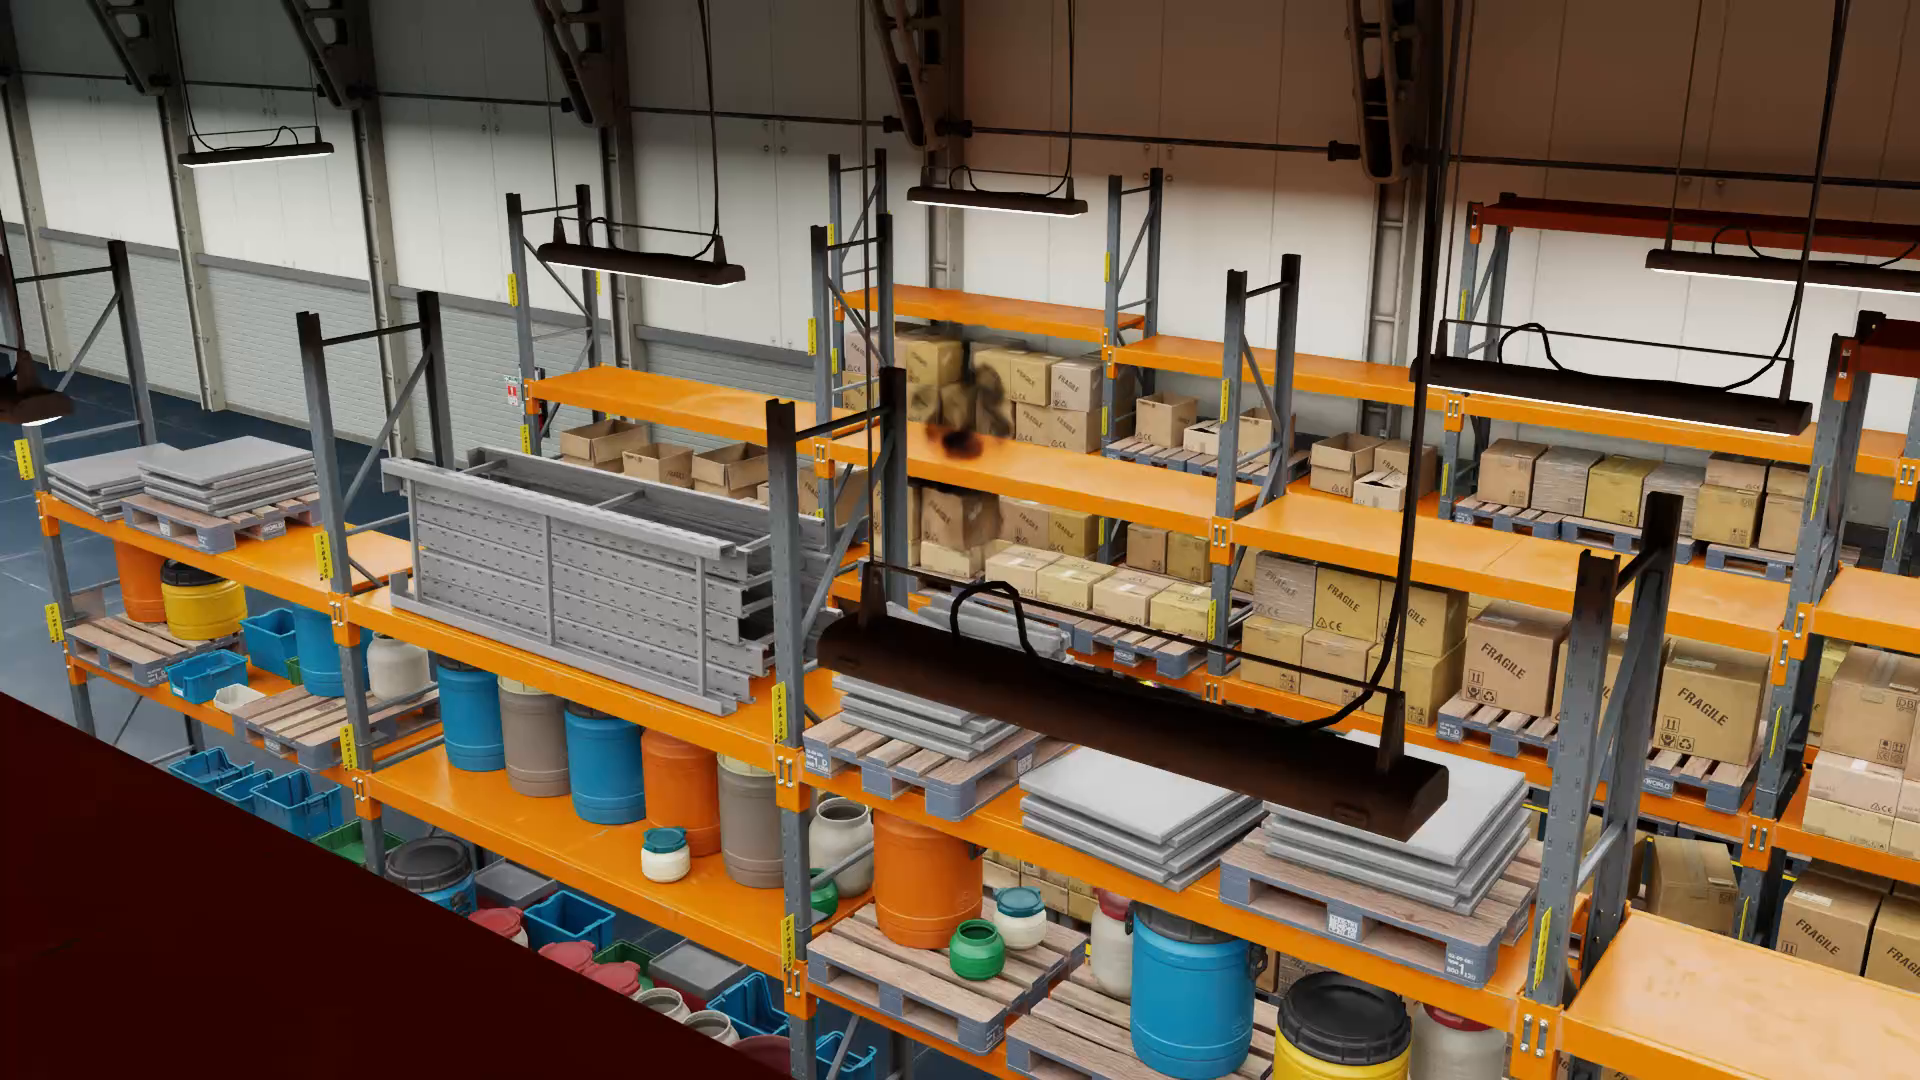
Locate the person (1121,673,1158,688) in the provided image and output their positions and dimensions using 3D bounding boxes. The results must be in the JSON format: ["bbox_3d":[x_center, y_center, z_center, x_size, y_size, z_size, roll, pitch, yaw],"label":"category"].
[{"bbox_3d":[1.649,1.955,16.564,0.575,1.719,0.706,12,22,31],"label":"person"}]
